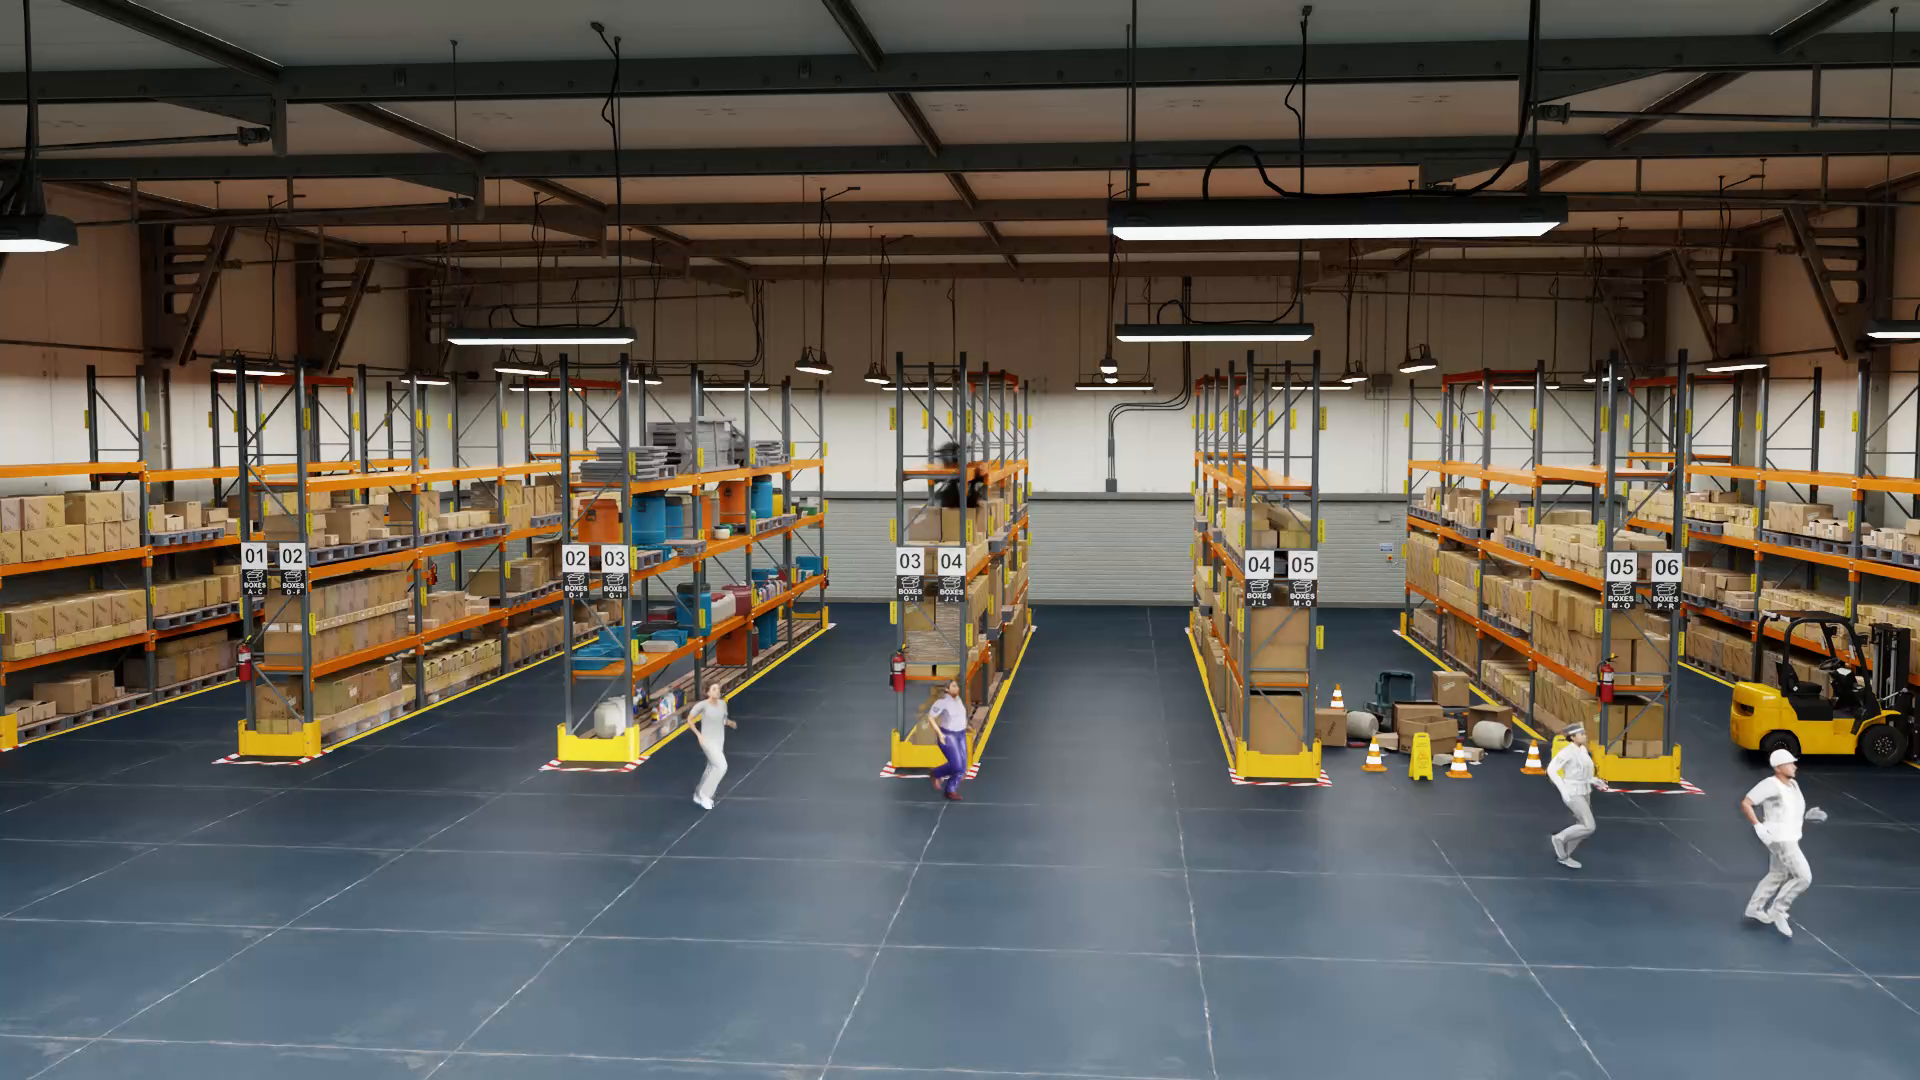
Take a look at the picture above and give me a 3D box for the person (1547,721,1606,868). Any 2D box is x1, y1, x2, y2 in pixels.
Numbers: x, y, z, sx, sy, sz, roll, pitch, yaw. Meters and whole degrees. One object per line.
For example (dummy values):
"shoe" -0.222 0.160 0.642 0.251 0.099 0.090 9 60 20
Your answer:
"person" 6.943 2.853 18.618 0.605 1.659 0.535 -4 6 -43

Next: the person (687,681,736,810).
"person" -3.183 2.647 21.542 0.657 1.665 0.541 3 5 35

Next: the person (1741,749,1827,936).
"person" 8.082 2.957 16.297 0.721 1.803 0.655 4 6 43

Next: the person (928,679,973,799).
"person" -0.105 2.638 22.085 0.553 1.597 0.618 3 5 40
